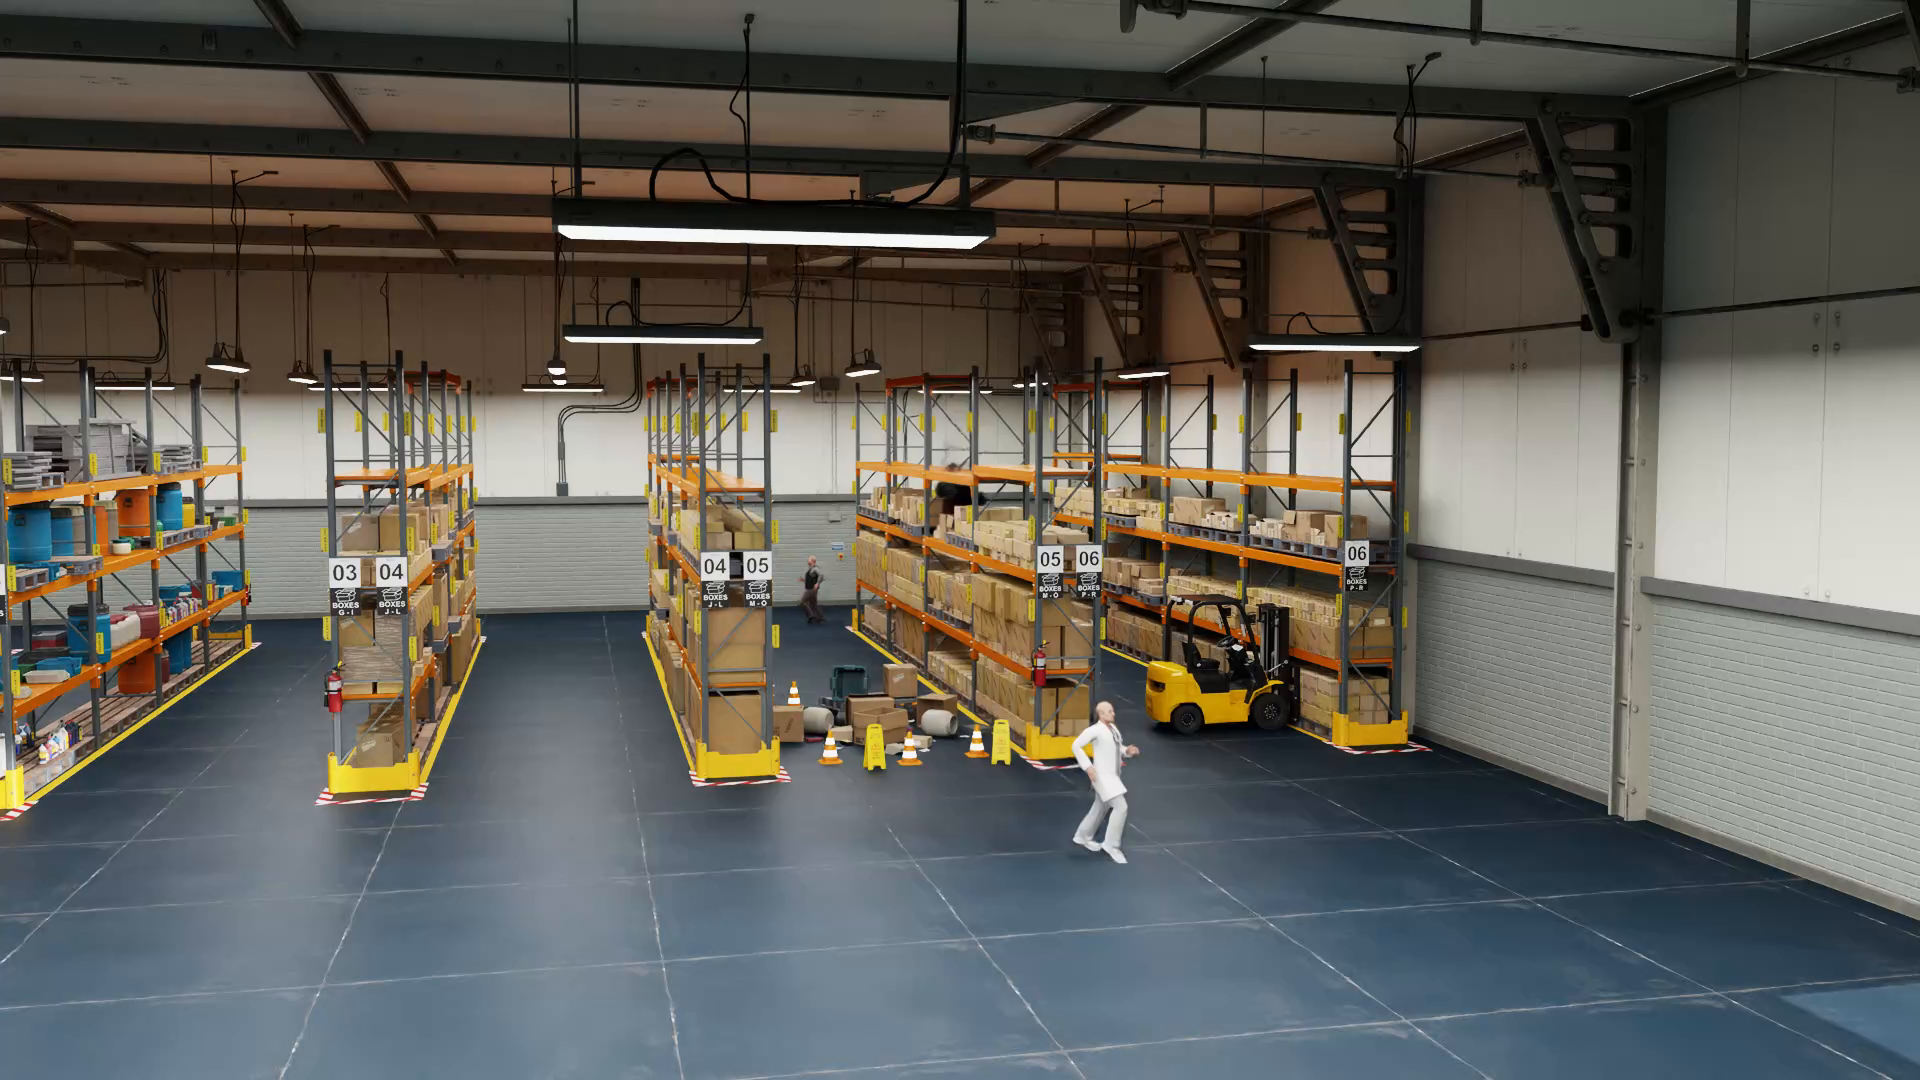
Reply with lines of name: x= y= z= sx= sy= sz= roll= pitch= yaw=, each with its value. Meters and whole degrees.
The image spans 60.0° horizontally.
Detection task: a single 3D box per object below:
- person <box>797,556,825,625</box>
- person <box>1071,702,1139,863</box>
person: x=-3.706 y=1.271 z=41.463 sx=0.708 sy=1.751 sz=0.649 roll=-1 pitch=4 yaw=-7
person: x=1.670 y=2.785 z=19.171 sx=0.835 sy=1.849 sz=0.669 roll=2 pitch=4 yaw=25
